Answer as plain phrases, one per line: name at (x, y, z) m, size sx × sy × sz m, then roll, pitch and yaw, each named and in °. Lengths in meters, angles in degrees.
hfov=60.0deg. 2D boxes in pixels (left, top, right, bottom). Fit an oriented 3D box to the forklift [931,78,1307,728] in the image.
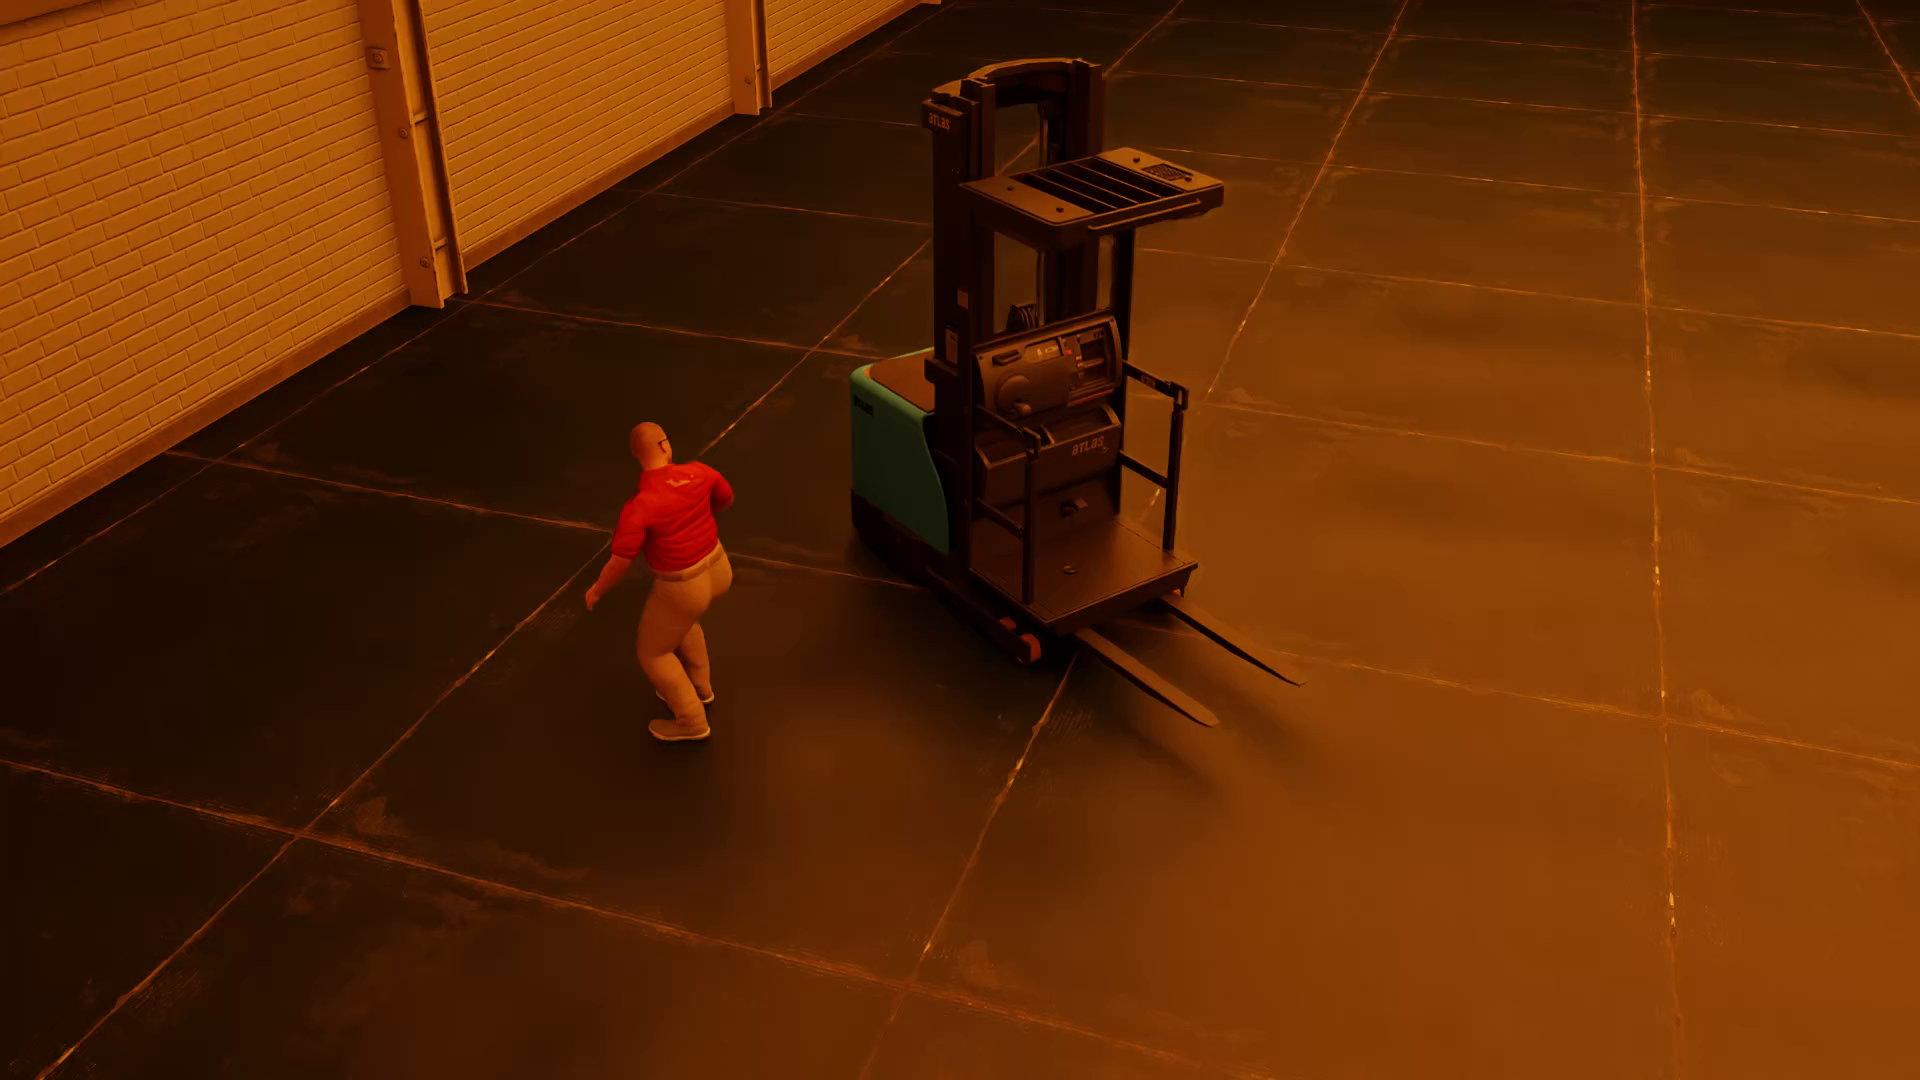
forklift at (0.653, -0.823, 8.645) m, size 1.101 × 2.867 × 2.884 m, roll -19°, pitch 35°, yaw -30°
